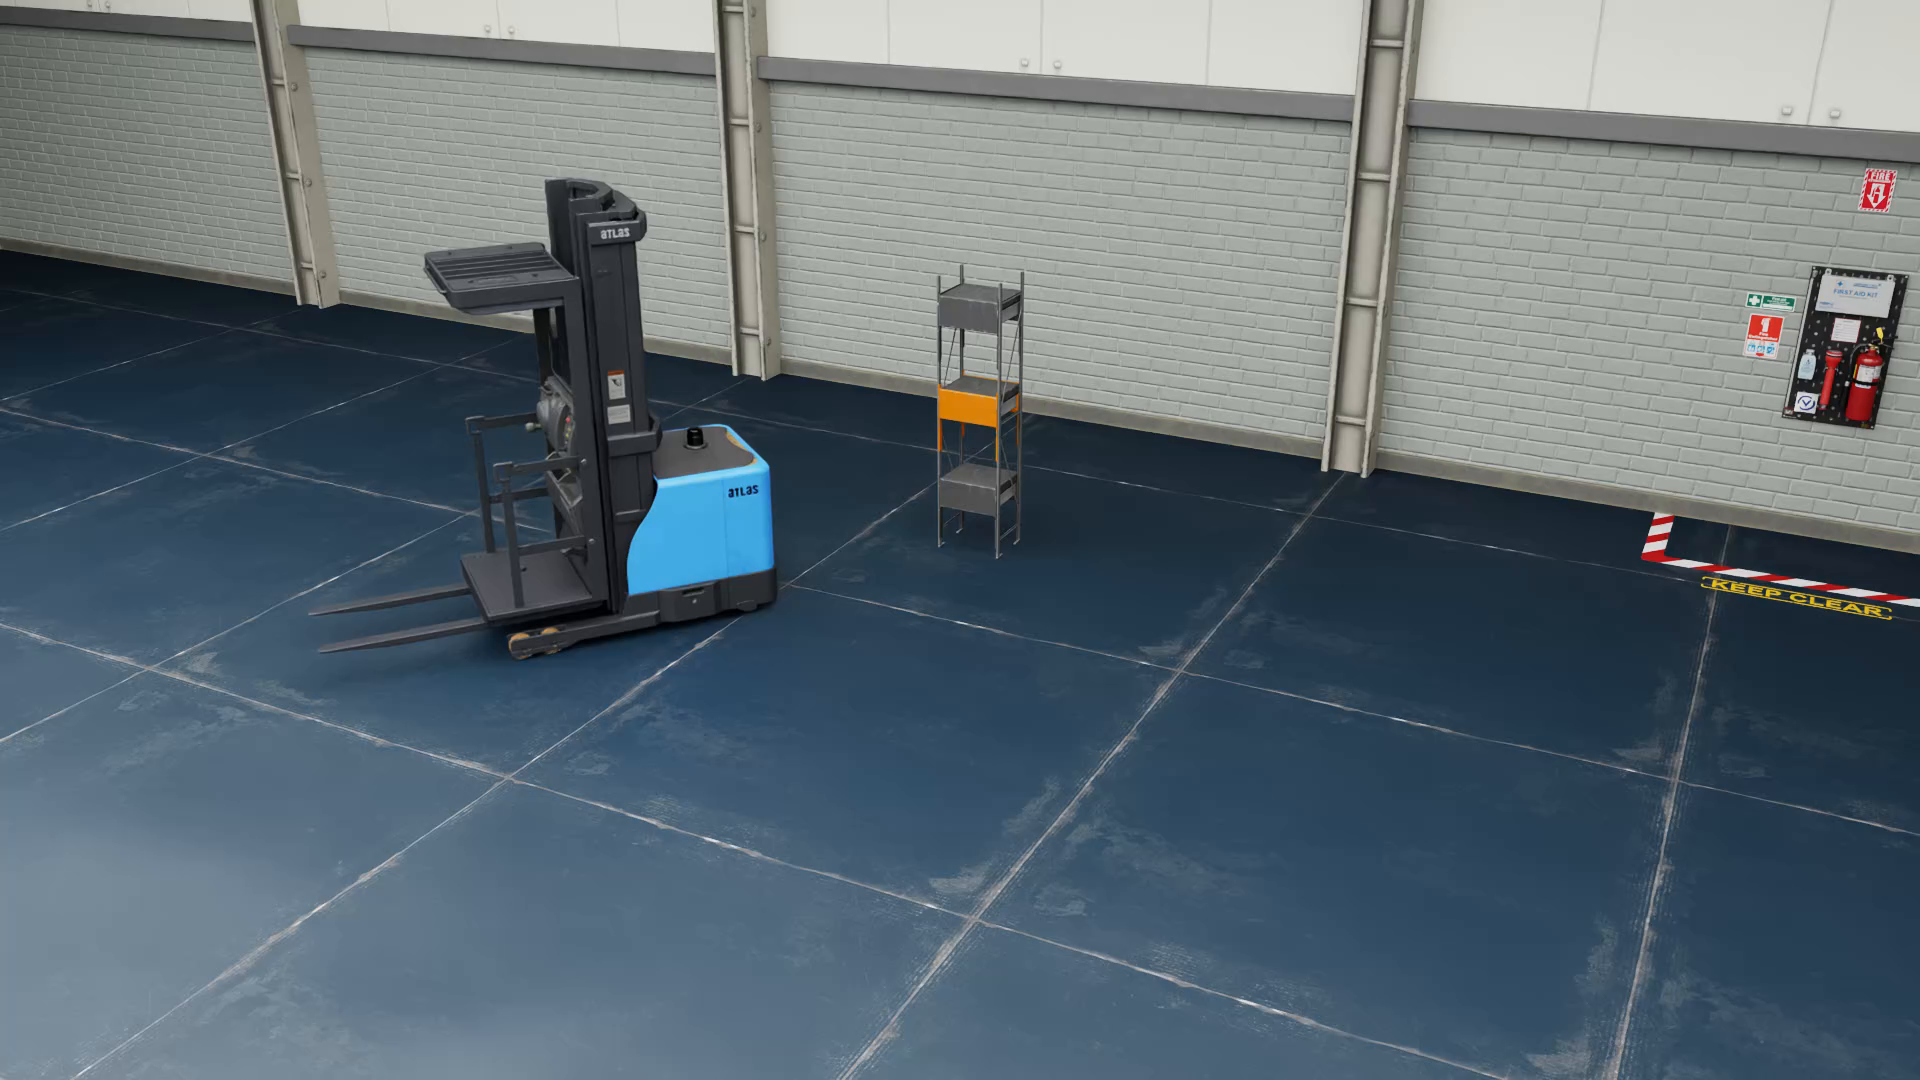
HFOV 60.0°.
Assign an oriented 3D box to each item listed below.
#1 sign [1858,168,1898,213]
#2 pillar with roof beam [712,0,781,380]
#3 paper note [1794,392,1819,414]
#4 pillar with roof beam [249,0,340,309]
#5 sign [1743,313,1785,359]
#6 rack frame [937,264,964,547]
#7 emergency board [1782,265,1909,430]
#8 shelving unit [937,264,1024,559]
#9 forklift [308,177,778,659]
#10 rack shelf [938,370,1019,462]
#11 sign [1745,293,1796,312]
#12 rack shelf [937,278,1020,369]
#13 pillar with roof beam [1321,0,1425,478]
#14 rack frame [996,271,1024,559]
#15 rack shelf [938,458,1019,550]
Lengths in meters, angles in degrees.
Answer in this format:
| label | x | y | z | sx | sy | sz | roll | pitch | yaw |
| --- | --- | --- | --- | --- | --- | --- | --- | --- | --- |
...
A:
| label | x | y | z | sx | sy | sz | roll | pitch | yaw |
| --- | --- | --- | --- | --- | --- | --- | --- | --- | --- |
| sign | 6.524 | -2.485 | 11.824 | 0.199 | 0.298 | 0.001 | 11 | 25 | 25 |
| pillar with roof beam | -3.977 | -4.308 | 11.408 | 0.400 | 9.000 | 9.100 | 11 | 25 | 25 |
| paper note | 6.359 | -1.032 | 12.495 | 0.142 | 0.148 | 0.016 | 11 | 25 | 25 |
| pillar with roof beam | -9.332 | -5.368 | 13.899 | 0.400 | 9.000 | 9.100 | 11 | 25 | 25 |
| sign | 6.039 | -1.532 | 12.500 | 0.234 | 0.329 | 0.001 | 11 | 25 | 25 |
| rack frame | -0.070 | -0.980 | 12.398 | 0.015 | 2.100 | 0.400 | 11 | 25 | 25 |
| emergency board | 6.486 | -1.382 | 12.192 | 0.643 | 1.169 | 0.194 | 11 | 25 | 25 |
| shelving unit | 0.148 | -0.937 | 12.297 | 0.503 | 2.100 | 0.431 | 11 | 25 | 25 |
| forklift | -2.837 | -0.801 | 10.914 | 3.031 | 2.935 | 1.130 | -10 | 25 | -23 |
| rack shelf | 0.148 | -0.924 | 12.302 | 0.480 | 0.518 | 0.431 | 11 | 25 | 25 |
| sign | 6.039 | -1.772 | 12.387 | 0.331 | 0.109 | 0.001 | 11 | 25 | 25 |
| rack shelf | 0.148 | -1.569 | 12.028 | 0.480 | 0.518 | 0.431 | 11 | 25 | 25 |
| pillar with roof beam | 1.377 | -3.249 | 8.917 | 0.400 | 9.000 | 9.100 | 11 | 25 | 25 |
| rack frame | 0.365 | -0.894 | 12.195 | 0.015 | 2.100 | 0.400 | 11 | 25 | 25 |
| rack shelf | 0.148 | -0.280 | 12.576 | 0.480 | 0.518 | 0.431 | 11 | 25 | 25 |
